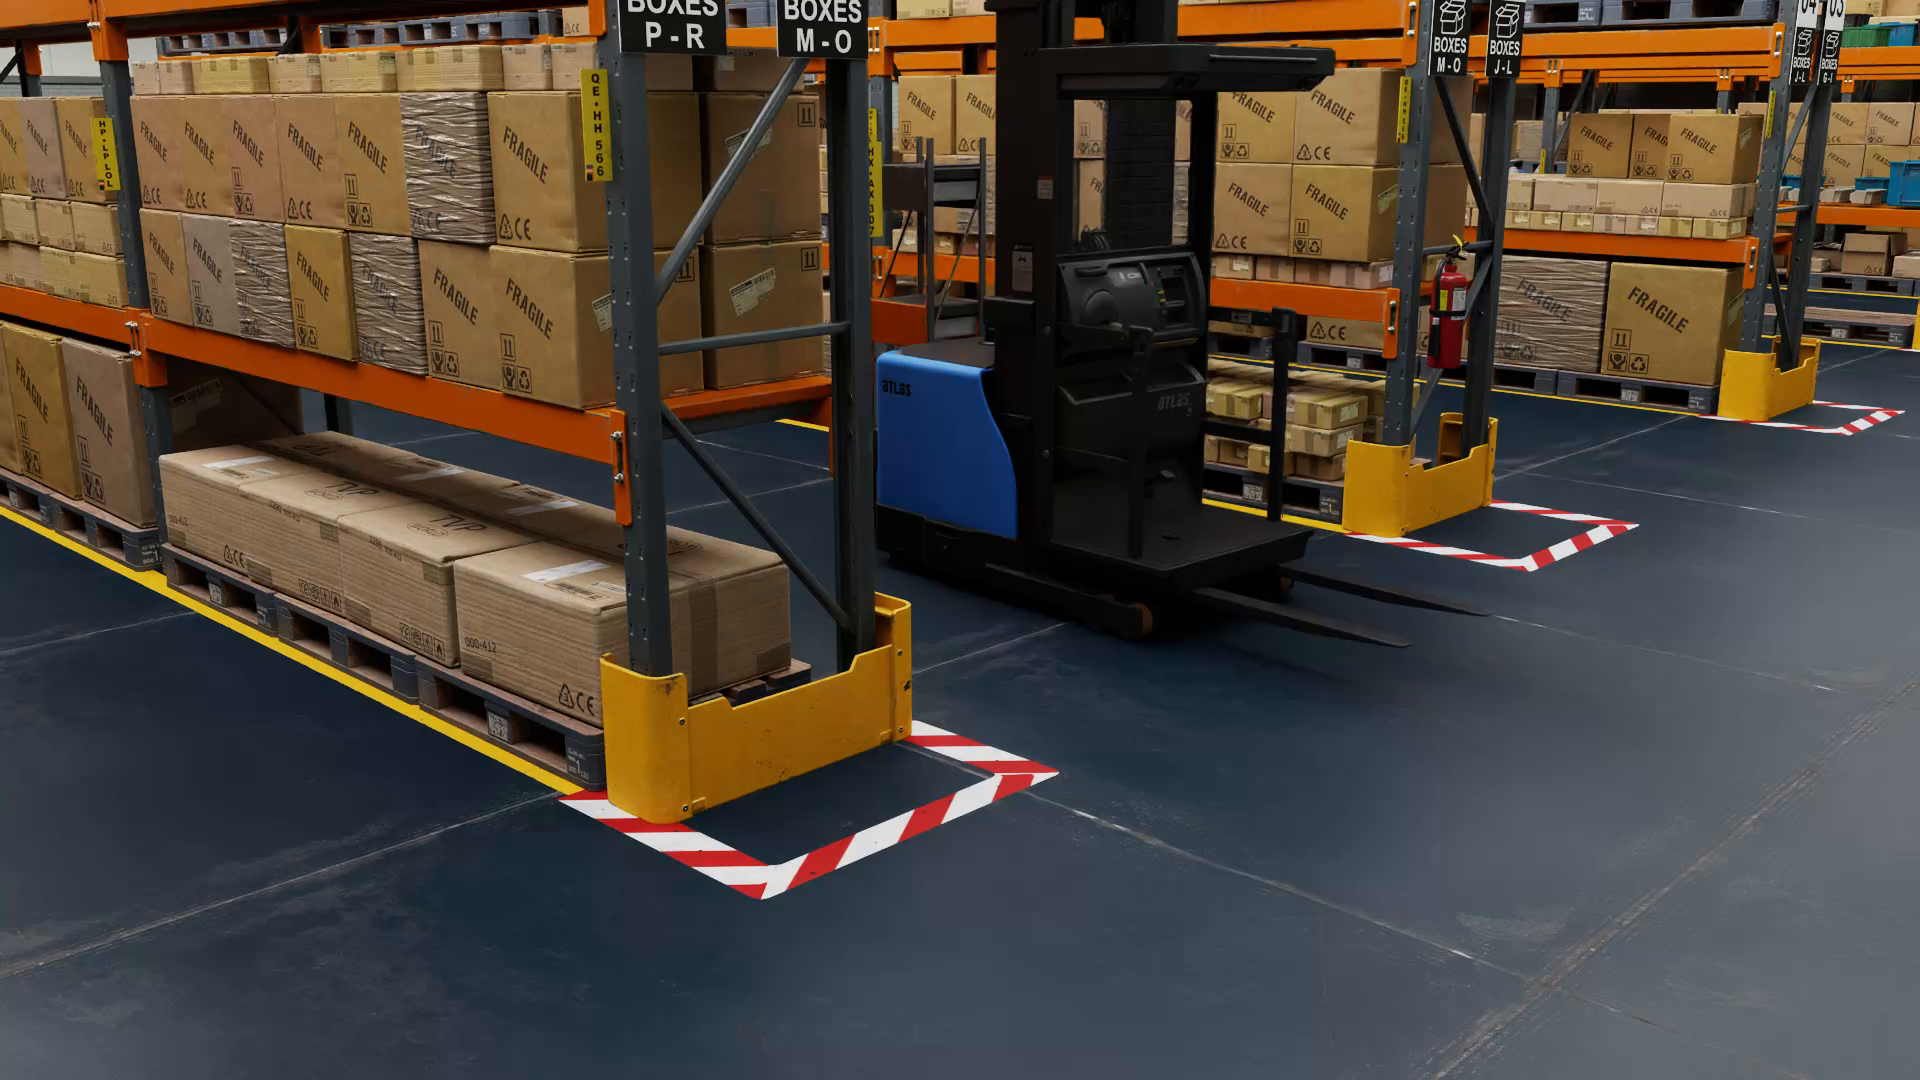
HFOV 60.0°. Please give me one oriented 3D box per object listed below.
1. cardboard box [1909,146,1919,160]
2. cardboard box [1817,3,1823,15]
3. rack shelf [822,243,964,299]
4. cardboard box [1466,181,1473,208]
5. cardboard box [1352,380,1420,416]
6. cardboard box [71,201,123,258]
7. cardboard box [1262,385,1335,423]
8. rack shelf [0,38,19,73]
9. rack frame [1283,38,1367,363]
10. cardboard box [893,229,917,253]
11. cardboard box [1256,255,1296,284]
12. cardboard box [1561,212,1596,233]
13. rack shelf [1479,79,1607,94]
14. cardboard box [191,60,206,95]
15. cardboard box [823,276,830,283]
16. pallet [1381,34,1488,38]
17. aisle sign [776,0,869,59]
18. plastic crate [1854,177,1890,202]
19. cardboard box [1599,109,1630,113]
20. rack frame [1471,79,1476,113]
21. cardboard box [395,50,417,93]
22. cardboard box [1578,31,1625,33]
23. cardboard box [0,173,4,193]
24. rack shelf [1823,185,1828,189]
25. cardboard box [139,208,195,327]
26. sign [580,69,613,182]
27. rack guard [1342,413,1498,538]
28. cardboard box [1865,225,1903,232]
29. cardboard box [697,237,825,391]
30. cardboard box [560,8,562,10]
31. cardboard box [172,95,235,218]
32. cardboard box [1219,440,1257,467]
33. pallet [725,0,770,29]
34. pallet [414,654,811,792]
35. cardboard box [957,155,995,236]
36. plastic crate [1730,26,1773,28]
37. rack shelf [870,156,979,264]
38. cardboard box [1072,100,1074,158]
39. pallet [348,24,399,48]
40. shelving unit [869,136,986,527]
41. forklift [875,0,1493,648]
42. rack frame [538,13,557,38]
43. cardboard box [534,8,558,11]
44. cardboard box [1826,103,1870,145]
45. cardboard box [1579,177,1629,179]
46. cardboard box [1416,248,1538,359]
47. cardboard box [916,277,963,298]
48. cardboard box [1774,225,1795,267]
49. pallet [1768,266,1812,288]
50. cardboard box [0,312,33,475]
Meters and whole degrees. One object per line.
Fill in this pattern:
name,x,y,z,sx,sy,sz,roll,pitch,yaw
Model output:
cardboard box,11.816,-4.514,20.108,0.500,0.500,0.500,14,20,43
cardboard box,10.817,-6.750,20.759,0.500,0.500,0.700,14,20,42
rack shelf,-1.655,-2.280,13.159,4.000,0.370,1.077,14,20,42
cardboard box,4.189,-2.924,13.914,0.500,0.250,0.500,-14,20,-43
cardboard box,2.523,-0.843,9.858,0.250,0.149,0.380,13,19,40
cardboard box,-4.064,-1.564,8.291,0.500,0.250,0.500,14,20,42
cardboard box,1.967,-0.790,9.658,0.380,0.149,0.250,-14,20,-43
rack shelf,-7.897,-3.515,11.951,4.000,0.370,1.077,14,20,42
rack frame,3.301,-3.160,15.112,0.127,3.000,1.000,14,20,42
cardboard box,-0.238,-2.047,11.338,0.380,0.149,0.250,-14,20,-42
cardboard box,1.890,-1.553,9.443,0.250,0.149,0.380,13,20,42
cardboard box,4.959,-2.520,13.152,0.250,0.149,0.380,13,20,41
rack shelf,9.296,-8.011,29.207,4.000,0.370,1.077,14,20,42
cardboard box,-3.122,-2.026,7.292,0.250,0.149,0.380,13,20,42
cardboard box,-0.948,-1.904,12.929,0.500,0.250,0.500,-14,20,-43
pallet,3.882,-4.424,14.188,1.213,0.211,1.003,14,20,42
aisle sign,-0.445,-1.960,5.348,0.004,0.787,0.394,14,20,42
plastic crate,9.195,-3.526,16.727,0.300,0.233,0.416,14,20,42
cardboard box,10.904,-6.991,27.500,0.500,0.250,0.500,-14,20,-43
rack frame,7.300,-5.658,24.697,0.127,3.000,1.000,14,20,42
cardboard box,-1.831,-1.714,6.095,0.250,0.149,0.380,13,20,42
cardboard box,8.906,-7.044,22.838,0.600,0.600,0.600,13,19,40
cardboard box,-5.186,-2.196,9.229,0.500,0.500,0.500,14,20,43
rack shelf,11.619,-4.260,20.758,4.000,0.370,1.077,14,20,42
cardboard box,-3.422,-1.280,7.699,0.500,0.500,0.500,-14,20,-42
sign,-1.085,-1.240,4.978,0.005,0.325,0.100,14,20,42
rack guard,2.610,-0.381,9.405,0.348,0.500,1.175,14,20,42
cardboard box,14.082,-4.702,25.153,0.500,0.500,0.700,14,20,43
cardboard box,-0.845,-0.846,6.032,0.500,0.500,0.500,13,20,42
cardboard box,-3.224,-4.647,14.335,0.250,0.149,0.380,13,19,40
cardboard box,-3.044,-1.677,7.238,0.500,0.500,0.500,13,20,41
cardboard box,1.755,-0.544,9.893,0.250,0.149,0.380,14,20,42
pallet,-1.334,-3.947,12.554,1.003,0.211,1.213,14,20,42
pallet,-1.328,0.562,6.356,1.213,0.211,1.003,14,20,42
cardboard box,0.328,-2.252,10.839,0.500,0.500,0.500,14,20,42
plastic crate,8.237,-5.197,17.216,0.530,0.282,0.437,14,20,42
rack shelf,-0.183,-1.736,8.708,0.431,0.518,0.480,-13,20,-41
cardboard box,0.666,-2.649,10.378,0.500,0.500,0.500,14,20,43
pallet,-5.280,-4.885,16.163,1.217,0.209,0.805,13,19,40
shelving unit,-0.183,-1.072,8.882,0.431,2.100,0.503,-13,20,-41
forklift,0.938,-1.124,7.434,1.130,2.935,3.031,-13,20,-41
rack frame,-3.094,-2.978,14.412,0.127,3.000,1.000,14,20,42
cardboard box,-3.678,-4.633,14.246,0.250,0.166,0.380,14,20,42
cardboard box,11.065,-5.176,20.668,0.500,0.500,0.500,13,19,41
cardboard box,5.284,-2.843,13.602,0.500,0.250,0.500,13,19,40
cardboard box,4.368,-2.048,14.224,0.875,0.875,0.875,14,20,42
cardboard box,-0.075,-2.977,18.495,0.500,0.500,0.700,12,19,39
cardboard box,10.786,-3.913,22.085,0.500,0.500,0.500,14,20,42
pallet,10.673,-3.488,21.900,1.213,0.211,1.003,14,20,42
cardboard box,-5.379,-0.944,9.987,0.875,0.875,0.875,14,20,43
